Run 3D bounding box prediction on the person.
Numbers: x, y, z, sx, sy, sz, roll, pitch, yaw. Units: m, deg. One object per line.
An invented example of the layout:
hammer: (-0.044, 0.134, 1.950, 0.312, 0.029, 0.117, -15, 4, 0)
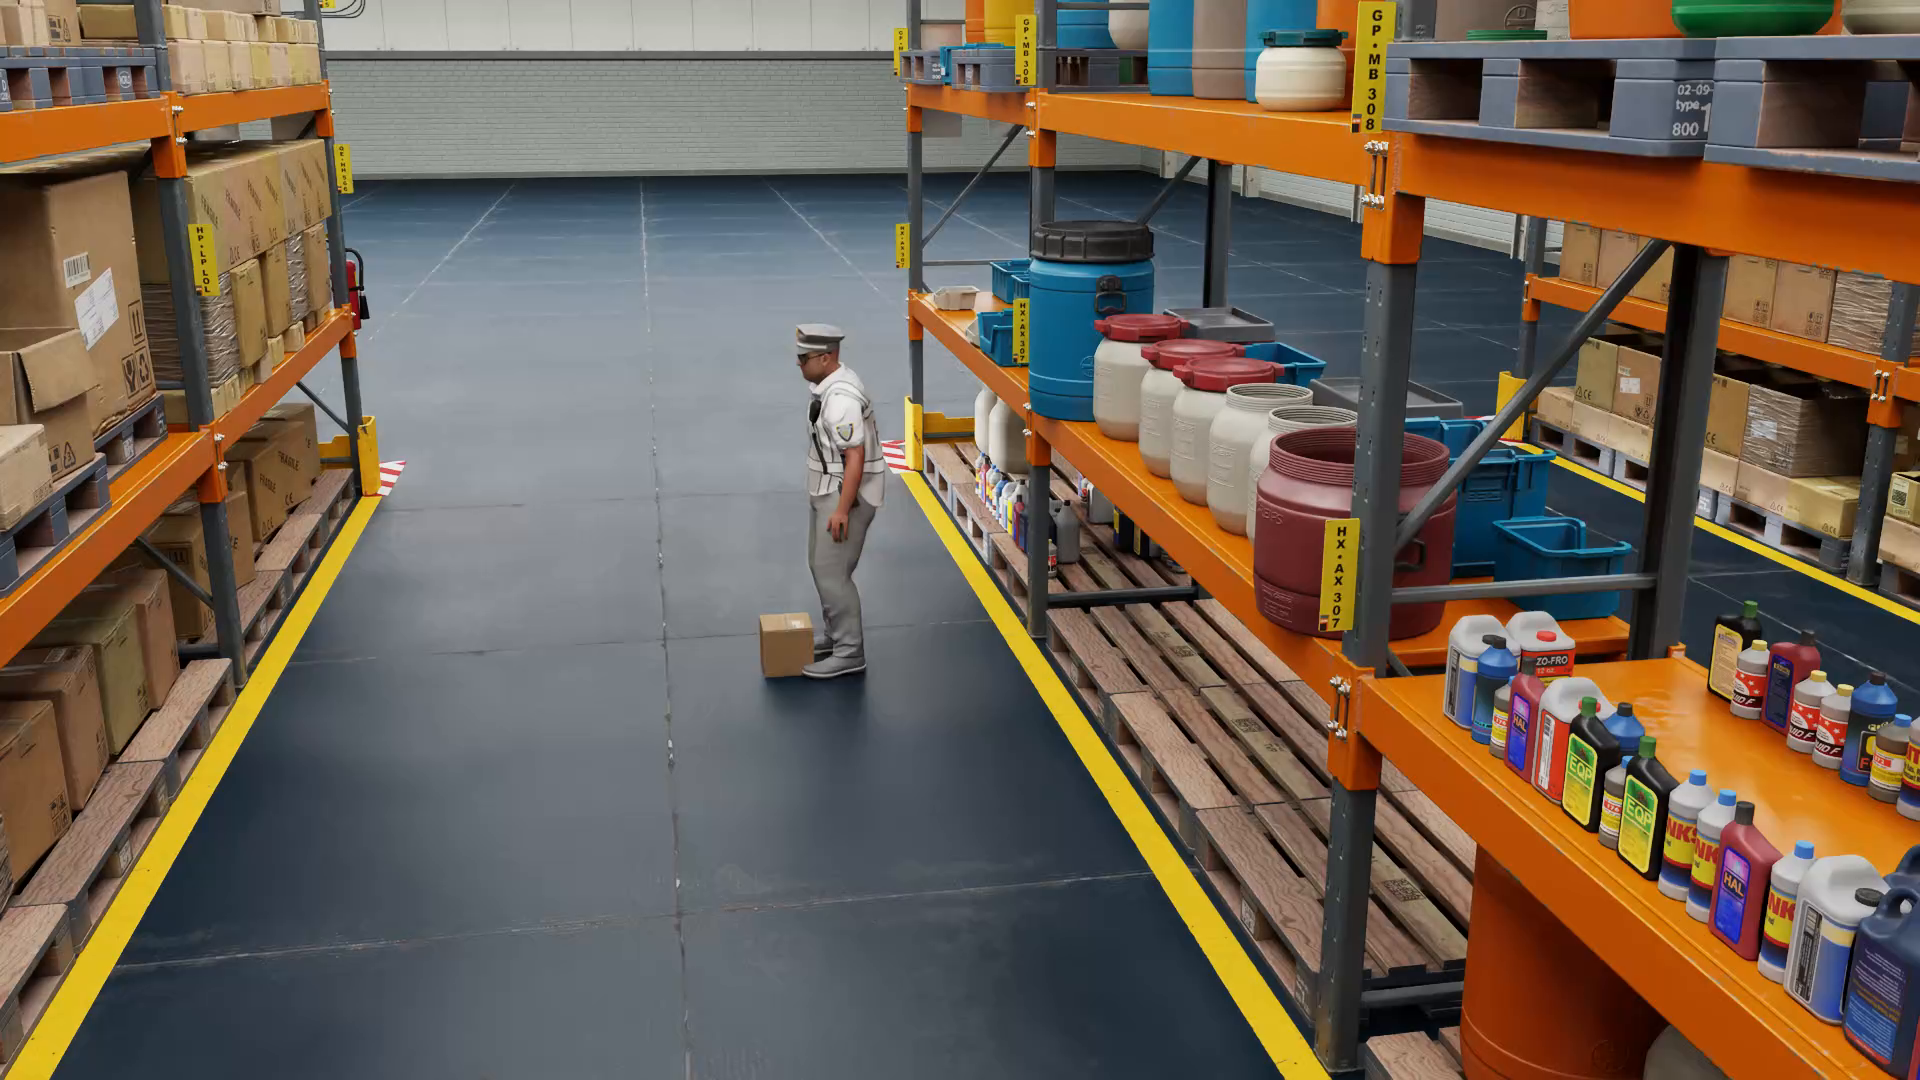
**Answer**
person: (-0.605, -0.207, 8.233, 0.445, 1.747, 0.598, -4, 17, -14)
